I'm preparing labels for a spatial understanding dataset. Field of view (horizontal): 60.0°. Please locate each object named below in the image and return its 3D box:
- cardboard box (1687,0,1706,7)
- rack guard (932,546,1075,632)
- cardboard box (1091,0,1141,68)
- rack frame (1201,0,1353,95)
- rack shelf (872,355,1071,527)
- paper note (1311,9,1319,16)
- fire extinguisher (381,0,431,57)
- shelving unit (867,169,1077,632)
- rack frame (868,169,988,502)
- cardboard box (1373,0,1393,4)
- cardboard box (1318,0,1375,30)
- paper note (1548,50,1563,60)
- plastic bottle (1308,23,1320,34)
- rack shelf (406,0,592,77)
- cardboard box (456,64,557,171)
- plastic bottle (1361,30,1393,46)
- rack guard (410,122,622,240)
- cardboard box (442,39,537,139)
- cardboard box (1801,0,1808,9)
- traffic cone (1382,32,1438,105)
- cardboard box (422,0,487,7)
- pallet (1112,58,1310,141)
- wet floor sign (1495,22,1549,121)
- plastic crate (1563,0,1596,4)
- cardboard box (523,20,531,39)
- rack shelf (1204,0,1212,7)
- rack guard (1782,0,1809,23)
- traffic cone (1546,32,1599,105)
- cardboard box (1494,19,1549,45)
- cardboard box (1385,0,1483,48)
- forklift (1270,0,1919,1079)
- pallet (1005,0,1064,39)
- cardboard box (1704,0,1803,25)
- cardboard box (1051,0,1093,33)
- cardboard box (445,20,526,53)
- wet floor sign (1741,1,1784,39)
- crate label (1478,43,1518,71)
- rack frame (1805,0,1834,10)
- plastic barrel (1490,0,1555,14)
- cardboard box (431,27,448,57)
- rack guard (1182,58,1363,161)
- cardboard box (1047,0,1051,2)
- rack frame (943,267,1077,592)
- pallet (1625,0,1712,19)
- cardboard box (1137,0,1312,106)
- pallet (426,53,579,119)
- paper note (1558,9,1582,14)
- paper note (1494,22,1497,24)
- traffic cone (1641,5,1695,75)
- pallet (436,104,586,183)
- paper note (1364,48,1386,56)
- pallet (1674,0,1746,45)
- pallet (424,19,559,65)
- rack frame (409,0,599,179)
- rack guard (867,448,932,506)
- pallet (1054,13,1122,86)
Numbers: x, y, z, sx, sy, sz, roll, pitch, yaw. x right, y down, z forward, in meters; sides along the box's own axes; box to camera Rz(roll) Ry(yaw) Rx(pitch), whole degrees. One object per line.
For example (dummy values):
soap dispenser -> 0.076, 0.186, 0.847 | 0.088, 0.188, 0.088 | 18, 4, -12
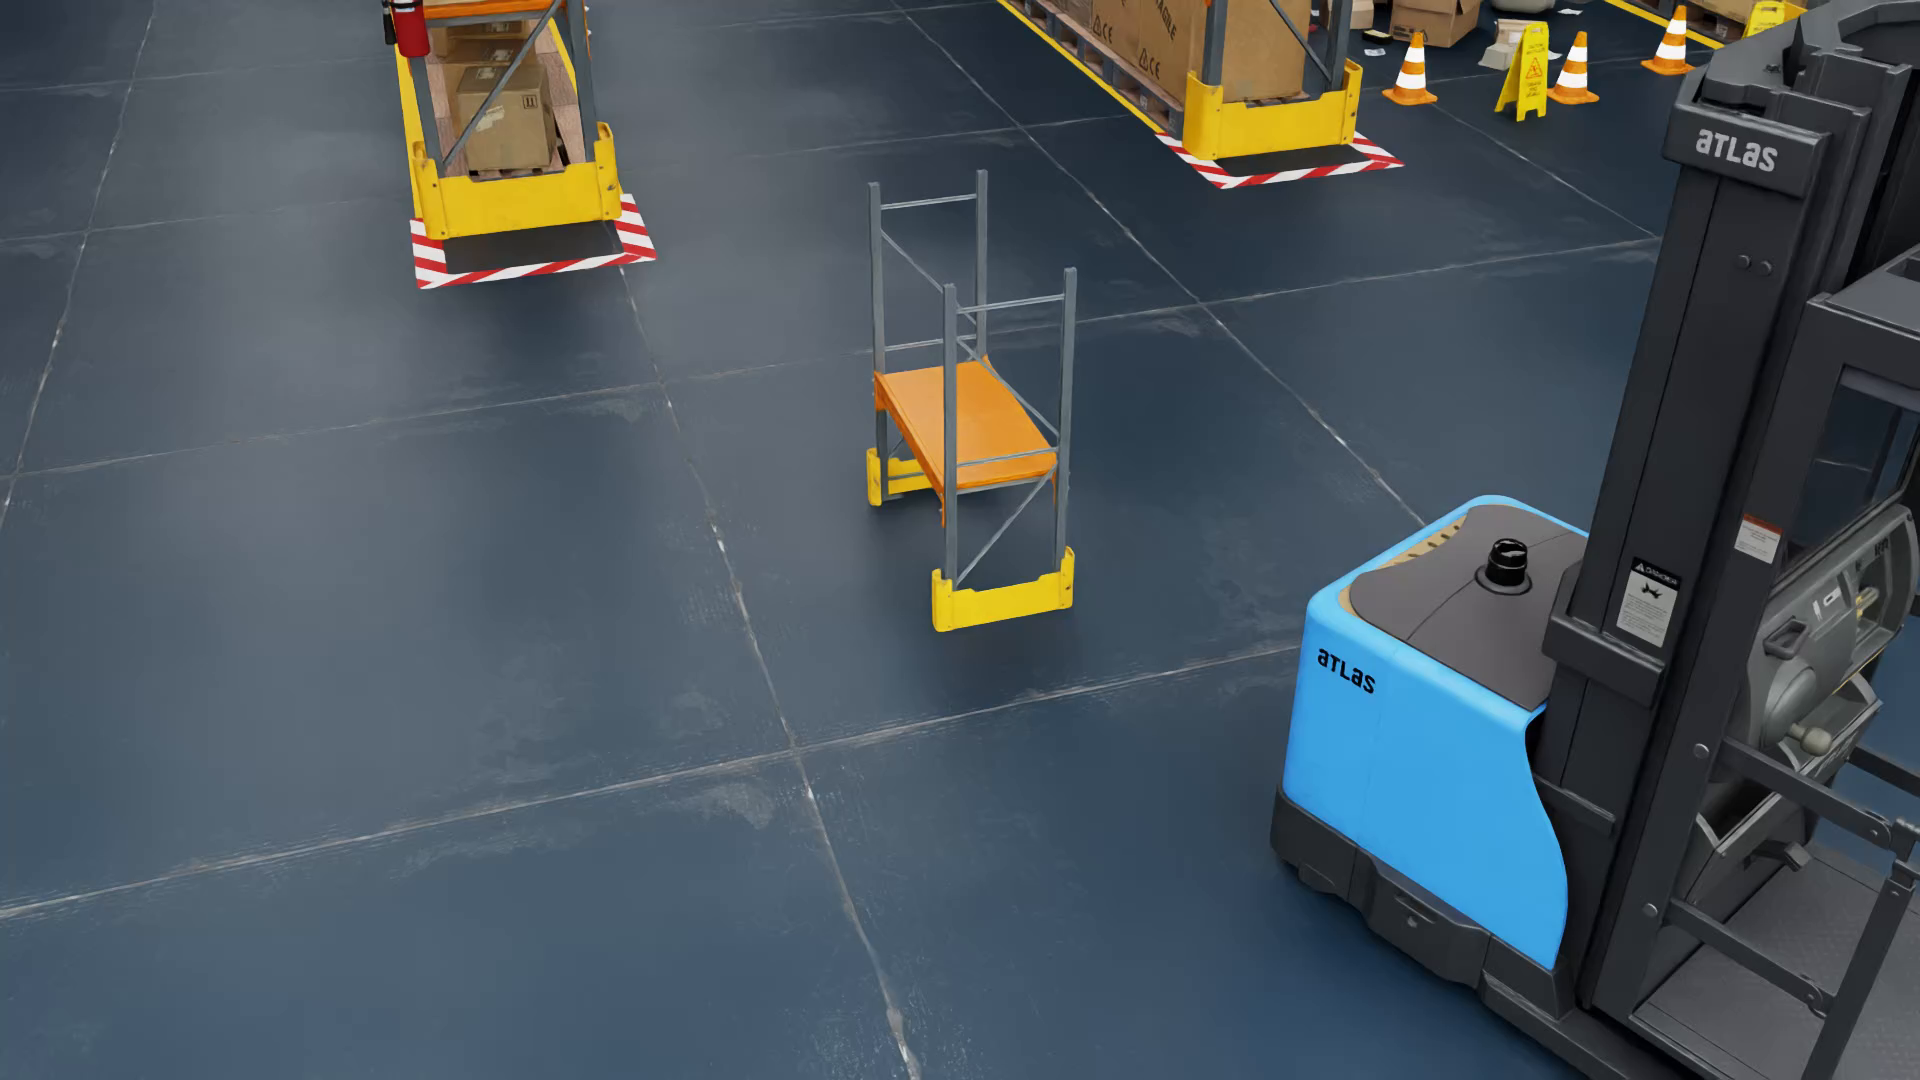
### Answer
cardboard box -> 6.123, -4.536, 13.507 | 0.500, 0.250, 0.500 | -10, 35, -15
rack guard -> 0.175, 0.197, 6.725 | 0.587, 0.250, 0.087 | -10, 35, -15
cardboard box -> 1.553, -4.066, 12.228 | 0.875, 0.875, 0.875 | -11, 35, -15
rack frame -> 2.093, -3.970, 10.538 | 1.000, 3.000, 0.127 | -10, 35, -15
rack shelf -> 0.026, -0.431, 6.868 | 0.538, 0.185, 1.000 | -10, 35, -15
paper note -> 3.030, -4.423, 13.923 | 0.172, 0.023, 0.155 | 1, 33, 2
fire extinguisher -> -3.065, -3.020, 9.169 | 0.296, 0.674, 0.183 | -10, 35, -15
shelving unit -> 0.023, -0.586, 6.776 | 0.587, 1.500, 1.083 | -10, 35, -15
rack frame -> -0.129, -0.848, 7.173 | 0.500, 1.500, 0.032 | -10, 35, -15
cardboard box -> 3.537, -4.857, 14.021 | 0.797, 0.637, 0.503 | -10, 35, -15
cardboard box -> 3.152, -4.337, 13.573 | 0.396, 0.266, 0.258 | -4, 34, -6
paper note -> 4.593, -3.779, 12.941 | 0.148, 0.019, 0.142 | -23, 40, -31
plastic bottle -> 2.778, -4.139, 13.458 | 0.283, 0.061, 0.133 | -23, 40, -31
rack shelf -> -3.271, -3.939, 11.143 | 1.077, 0.370, 4.000 | -10, 35, -15
cardboard box -> -2.836, -2.652, 10.430 | 0.500, 0.500, 0.500 | -4, 34, -6
plastic bottle -> 3.307, -4.021, 13.279 | 0.133, 0.061, 0.283 | -23, 40, -31
rack guard -> -2.684, -2.186, 10.105 | 1.175, 0.500, 0.348 | -10, 35, -15
cardboard box -> -3.051, -2.960, 10.896 | 0.500, 0.500, 0.500 | -1, 33, -2
cardboard box -> 6.794, -4.354, 13.231 | 0.500, 0.250, 0.500 | -10, 35, -15
traffic cone -> 3.284, -3.430, 12.020 | 0.336, 0.463, 0.334 | -10, 35, -15
cardboard box -> -2.945, -3.200, 9.599 | 0.380, 0.149, 0.250 | -10, 35, -15
pallet -> 1.775, -3.214, 11.922 | 1.003, 0.211, 1.213 | -10, 35, -15
wet floor sign -> 3.988, -3.306, 11.668 | 0.267, 0.644, 0.232 | -16, 37, -23
plastic crate -> 5.254, -4.776, 14.405 | 0.402, 0.080, 0.583 | -23, 40, -31
cardboard box -> -3.351, -3.593, 11.853 | 0.500, 0.500, 0.500 | -13, 36, -19
rack shelf -> 1.483, -4.720, 12.325 | 1.077, 0.370, 4.000 | -10, 35, -15
rack guard -> 6.753, -3.853, 12.627 | 1.175, 0.500, 0.348 | -10, 35, -15
traffic cone -> 4.464, -3.441, 12.038 | 0.336, 0.463, 0.334 | -10, 35, -15
cardboard box -> 4.453, -4.015, 13.191 | 0.380, 0.149, 0.250 | 7, 34, 10
cardboard box -> 3.830, -4.311, 13.317 | 0.637, 0.503, 0.797 | 19, 38, 26
forklift -> 2.389, 0.284, 4.161 | 1.130, 2.935, 3.031 | -26, 41, -33
pallet -> 1.031, -4.495, 13.861 | 1.003, 0.211, 1.213 | -10, 35, -15
cardboard box -> 6.267, -4.276, 13.113 | 0.500, 0.250, 0.500 | -10, 35, -15
cardboard box -> 1.277, -4.545, 12.953 | 0.875, 0.875, 0.875 | -10, 35, -14
cardboard box -> -3.223, -3.292, 11.398 | 0.500, 0.500, 0.500 | -7, 34, -10
wet floor sign -> 5.816, -3.594, 12.104 | 0.267, 0.644, 0.232 | 1, 33, 2
crate label -> 4.165, -3.708, 12.737 | 0.298, 0.136, 0.250 | 27, 42, 34
rack frame -> 6.777, -4.856, 11.878 | 1.000, 3.000, 0.127 | -10, 35, -15
plastic barrel -> 4.705, -4.611, 13.844 | 0.512, 0.421, 0.421 | 13, 36, 18
cardboard box -> -3.615, -3.906, 12.326 | 0.500, 0.500, 0.500 | 0, 33, 1
rack guard -> 2.101, -2.915, 11.208 | 1.175, 0.500, 0.348 | -10, 35, -15
cardboard box -> 0.998, -5.017, 13.668 | 0.875, 0.875, 0.875 | -9, 35, -14
rack frame -> 0.181, -0.314, 6.365 | 0.500, 1.500, 0.032 | -10, 35, -15
pallet -> 6.171, -4.804, 14.329 | 1.003, 0.211, 1.213 | -10, 35, -15
cardboard box -> 1.824, -3.604, 11.530 | 0.875, 0.875, 0.875 | -10, 35, -14
pallet -> -3.267, -3.138, 11.807 | 1.003, 0.211, 1.213 | -10, 35, -15
paper note -> 5.113, -4.429, 13.926 | 0.142, 0.019, 0.148 | -23, 40, -31
paper note -> 4.476, -4.245, 13.657 | 0.148, 0.019, 0.142 | 1, 33, 2
traffic cone -> 5.417, -3.806, 12.591 | 0.336, 0.463, 0.334 | -10, 35, -15
pallet -> -2.898, -2.498, 10.839 | 1.003, 0.211, 1.213 | -10, 35, -15
paper note -> 3.245, -3.818, 13.002 | 0.144, 0.017, 0.142 | 1, 33, 2
pallet -> 6.539, -4.165, 13.361 | 1.003, 0.211, 1.213 | -10, 35, -15
pallet -> -3.643, -3.779, 12.778 | 1.003, 0.211, 1.213 | -10, 35, -15
rack frame -> -2.661, -3.189, 9.356 | 1.000, 3.000, 0.127 | -10, 35, -15
rack guard -> -0.129, -0.326, 7.516 | 0.587, 0.250, 0.087 | -10, 35, -15
pallet -> 1.406, -3.853, 12.890 | 1.003, 0.211, 1.213 | -10, 35, -15
